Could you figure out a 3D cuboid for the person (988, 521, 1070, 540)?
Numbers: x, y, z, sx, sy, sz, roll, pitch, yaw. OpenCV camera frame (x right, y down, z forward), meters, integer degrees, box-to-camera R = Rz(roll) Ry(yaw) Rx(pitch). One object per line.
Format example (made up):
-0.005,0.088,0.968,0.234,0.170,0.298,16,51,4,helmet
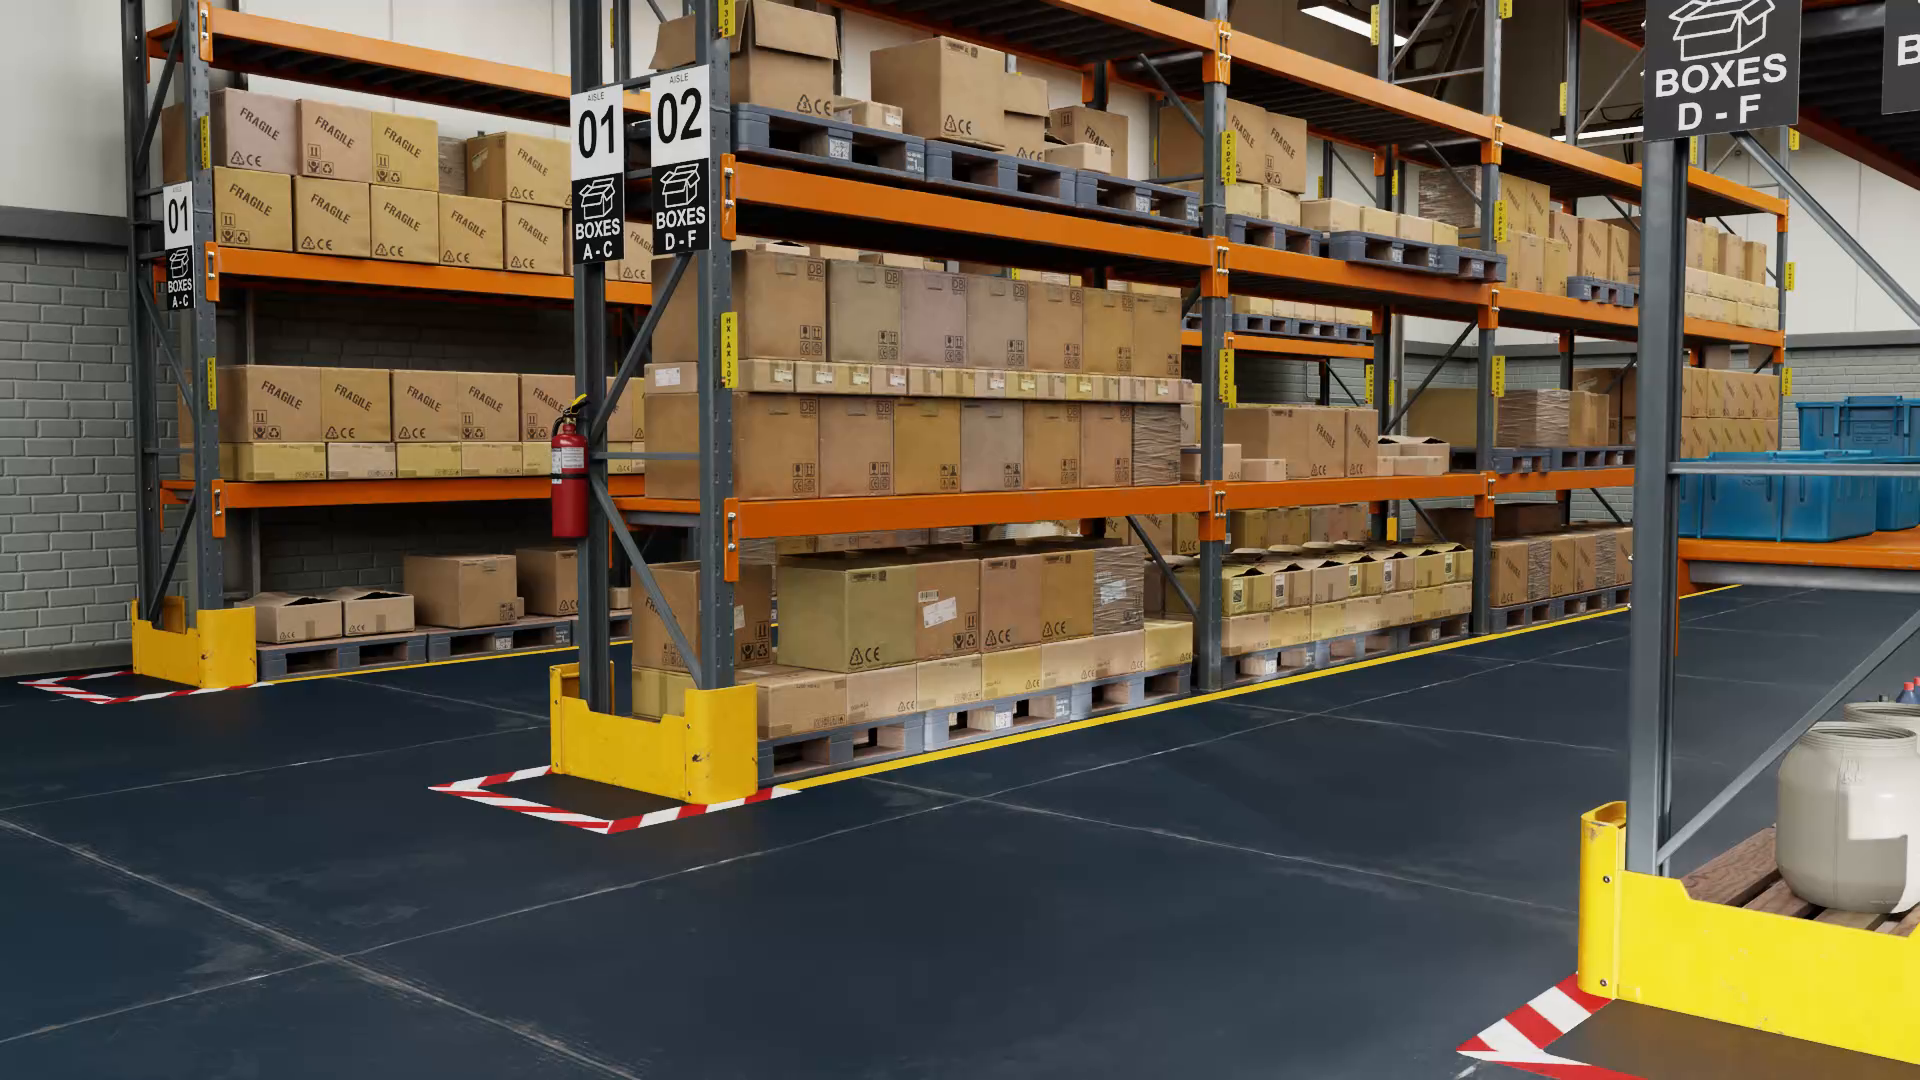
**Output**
0.675,0.311,12.825,0.996,0.988,0.495,3,4,38,person
